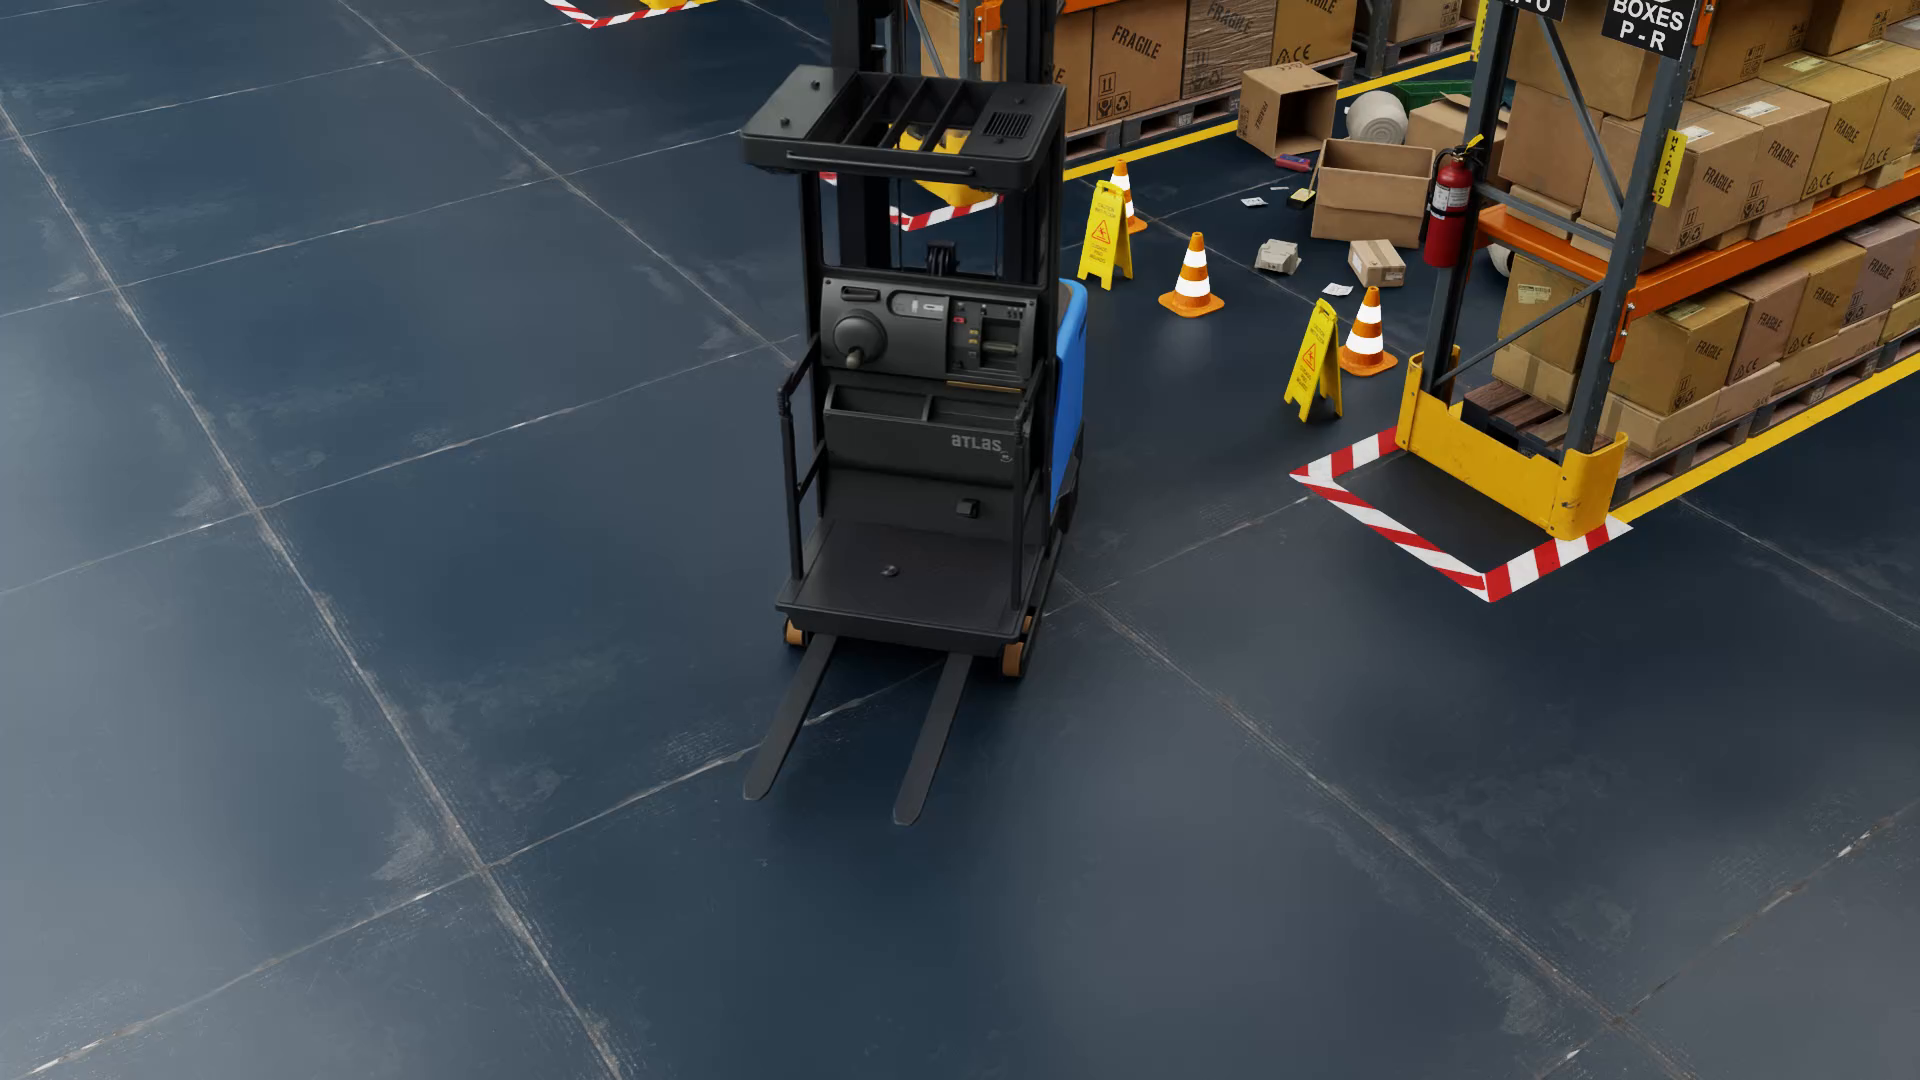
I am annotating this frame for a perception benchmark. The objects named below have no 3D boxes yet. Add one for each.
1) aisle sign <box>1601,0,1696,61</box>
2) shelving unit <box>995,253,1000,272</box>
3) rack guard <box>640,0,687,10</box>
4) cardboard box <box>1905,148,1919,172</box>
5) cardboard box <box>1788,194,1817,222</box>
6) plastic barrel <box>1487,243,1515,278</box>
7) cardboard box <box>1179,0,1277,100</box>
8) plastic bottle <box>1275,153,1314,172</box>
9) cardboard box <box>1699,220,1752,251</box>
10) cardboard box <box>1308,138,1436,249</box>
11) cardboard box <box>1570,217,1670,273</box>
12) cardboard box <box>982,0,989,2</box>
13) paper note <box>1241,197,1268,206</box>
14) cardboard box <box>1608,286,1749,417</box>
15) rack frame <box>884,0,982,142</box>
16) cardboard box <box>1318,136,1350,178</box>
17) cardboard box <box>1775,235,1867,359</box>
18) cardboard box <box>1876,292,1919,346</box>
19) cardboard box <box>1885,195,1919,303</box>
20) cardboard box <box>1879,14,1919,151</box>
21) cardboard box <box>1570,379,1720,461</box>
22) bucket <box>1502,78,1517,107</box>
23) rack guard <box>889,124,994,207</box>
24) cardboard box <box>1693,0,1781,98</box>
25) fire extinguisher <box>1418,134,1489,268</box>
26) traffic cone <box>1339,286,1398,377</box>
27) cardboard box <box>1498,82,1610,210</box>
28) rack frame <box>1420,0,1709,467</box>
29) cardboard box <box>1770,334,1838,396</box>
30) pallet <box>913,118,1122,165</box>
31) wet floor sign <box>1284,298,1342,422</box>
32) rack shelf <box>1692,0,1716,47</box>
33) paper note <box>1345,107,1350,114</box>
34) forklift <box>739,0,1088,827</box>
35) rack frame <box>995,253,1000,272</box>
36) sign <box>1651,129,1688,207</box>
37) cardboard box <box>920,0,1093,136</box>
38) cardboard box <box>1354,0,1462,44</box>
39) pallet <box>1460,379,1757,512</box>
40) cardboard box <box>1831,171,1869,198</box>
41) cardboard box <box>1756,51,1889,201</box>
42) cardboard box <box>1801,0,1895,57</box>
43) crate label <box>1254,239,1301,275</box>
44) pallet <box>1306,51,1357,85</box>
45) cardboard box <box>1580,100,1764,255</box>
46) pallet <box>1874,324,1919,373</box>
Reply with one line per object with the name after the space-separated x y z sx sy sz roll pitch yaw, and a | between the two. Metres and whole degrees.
2.868 -2.396 6.785 0.004 0.787 0.394 -22 41 -28 | aisle sign
0.325 -0.997 8.737 0.252 1.050 0.215 -8 36 -11 | shelving unit
-2.907 -5.249 15.121 0.348 0.500 1.175 -22 41 -28 | rack guard
4.868 -2.084 8.793 0.250 0.149 0.380 -23 42 -29 | cardboard box
4.025 -1.731 8.303 0.250 0.149 0.380 -21 41 -27 | cardboard box
3.556 -1.880 10.502 0.421 0.421 0.512 3 36 4 | plastic barrel
1.786 -4.008 12.713 0.875 0.875 0.875 -22 41 -28 | cardboard box
2.424 -2.705 11.959 0.283 0.061 0.133 22 41 28 | plastic bottle
3.599 -1.565 8.072 0.250 0.149 0.380 -24 42 -29 | cardboard box
2.717 -2.295 11.009 0.797 0.503 0.637 9 37 12 | cardboard box
3.137 -1.422 7.874 0.250 0.149 0.380 -22 41 -28 | cardboard box
0.083 -4.045 11.176 0.550 0.550 0.875 -22 41 -28 | cardboard box
2.032 -2.335 11.471 0.142 0.017 0.144 -9 37 -12 | paper note
3.578 -1.015 8.446 0.500 0.500 0.500 -24 42 -29 | cardboard box
-0.194 -3.837 11.017 0.127 3.000 1.000 -22 41 -28 | rack frame
2.731 -2.616 11.660 0.258 0.266 0.396 -15 38 -20 | cardboard box
4.417 -1.358 8.922 0.500 0.500 0.500 -22 41 -27 | cardboard box
5.252 -1.398 9.619 0.500 0.250 0.500 -24 42 -29 | cardboard box
5.266 -1.714 9.417 0.500 0.500 0.500 -22 41 -27 | cardboard box
4.951 -2.395 8.670 0.500 0.500 0.500 -21 41 -27 | cardboard box
3.559 -0.703 8.653 0.500 0.250 0.500 -23 42 -28 | cardboard box
4.292 -3.325 11.806 0.620 0.611 0.726 -1 34 -18 | bucket
-0.214 -2.815 11.735 0.348 0.500 1.175 -22 41 -28 | rack guard
3.450 -2.519 7.987 0.500 0.500 0.700 -22 41 -27 | cardboard box
2.381 -1.659 8.054 0.183 0.674 0.296 -22 41 -28 | fire extinguisher
2.348 -1.239 9.577 0.334 0.463 0.336 -22 41 -28 | traffic cone
3.025 -1.984 8.100 0.500 0.500 0.500 -23 42 -29 | cardboard box
2.740 -1.509 7.779 0.127 3.000 1.000 -22 41 -28 | rack frame
4.419 -1.060 9.150 0.500 0.250 0.500 -20 40 -25 | cardboard box
0.414 -3.012 12.257 1.213 0.211 1.003 -22 41 -28 | pallet
1.968 -1.000 9.088 0.232 0.644 0.267 -9 37 -12 | wet floor sign
4.375 -3.107 8.049 4.000 0.370 1.077 -22 41 -28 | rack shelf
3.047 -3.319 12.839 0.147 0.020 0.142 9 37 12 | paper note
-0.182 -0.822 6.882 1.130 2.935 3.031 8 36 10 | forklift
0.206 -0.981 8.714 0.008 1.050 0.200 -8 36 -11 | rack frame
3.053 -1.602 7.166 0.005 0.325 0.100 -22 41 -28 | sign
0.322 -3.405 11.875 0.875 0.875 0.875 -22 41 -28 | cardboard box
3.531 -4.692 13.772 0.750 0.750 1.050 -23 41 -28 | cardboard box
3.487 -0.659 8.985 1.213 0.211 1.003 -22 41 -28 | pallet
4.439 -1.923 8.570 0.250 0.149 0.380 -24 42 -29 | cardboard box
4.124 -2.045 8.184 0.500 0.500 0.500 -23 42 -29 | cardboard box
4.295 -2.841 8.435 0.500 0.500 0.700 -23 41 -28 | cardboard box
2.038 -1.817 10.658 0.250 0.136 0.298 15 38 20 | crate label
2.409 -3.832 13.398 1.213 0.211 1.003 -22 41 -28 | pallet
3.287 -1.697 7.701 0.500 0.500 0.500 -23 42 -29 | cardboard box
5.481 -1.480 10.126 1.213 0.211 1.003 -22 41 -28 | pallet
